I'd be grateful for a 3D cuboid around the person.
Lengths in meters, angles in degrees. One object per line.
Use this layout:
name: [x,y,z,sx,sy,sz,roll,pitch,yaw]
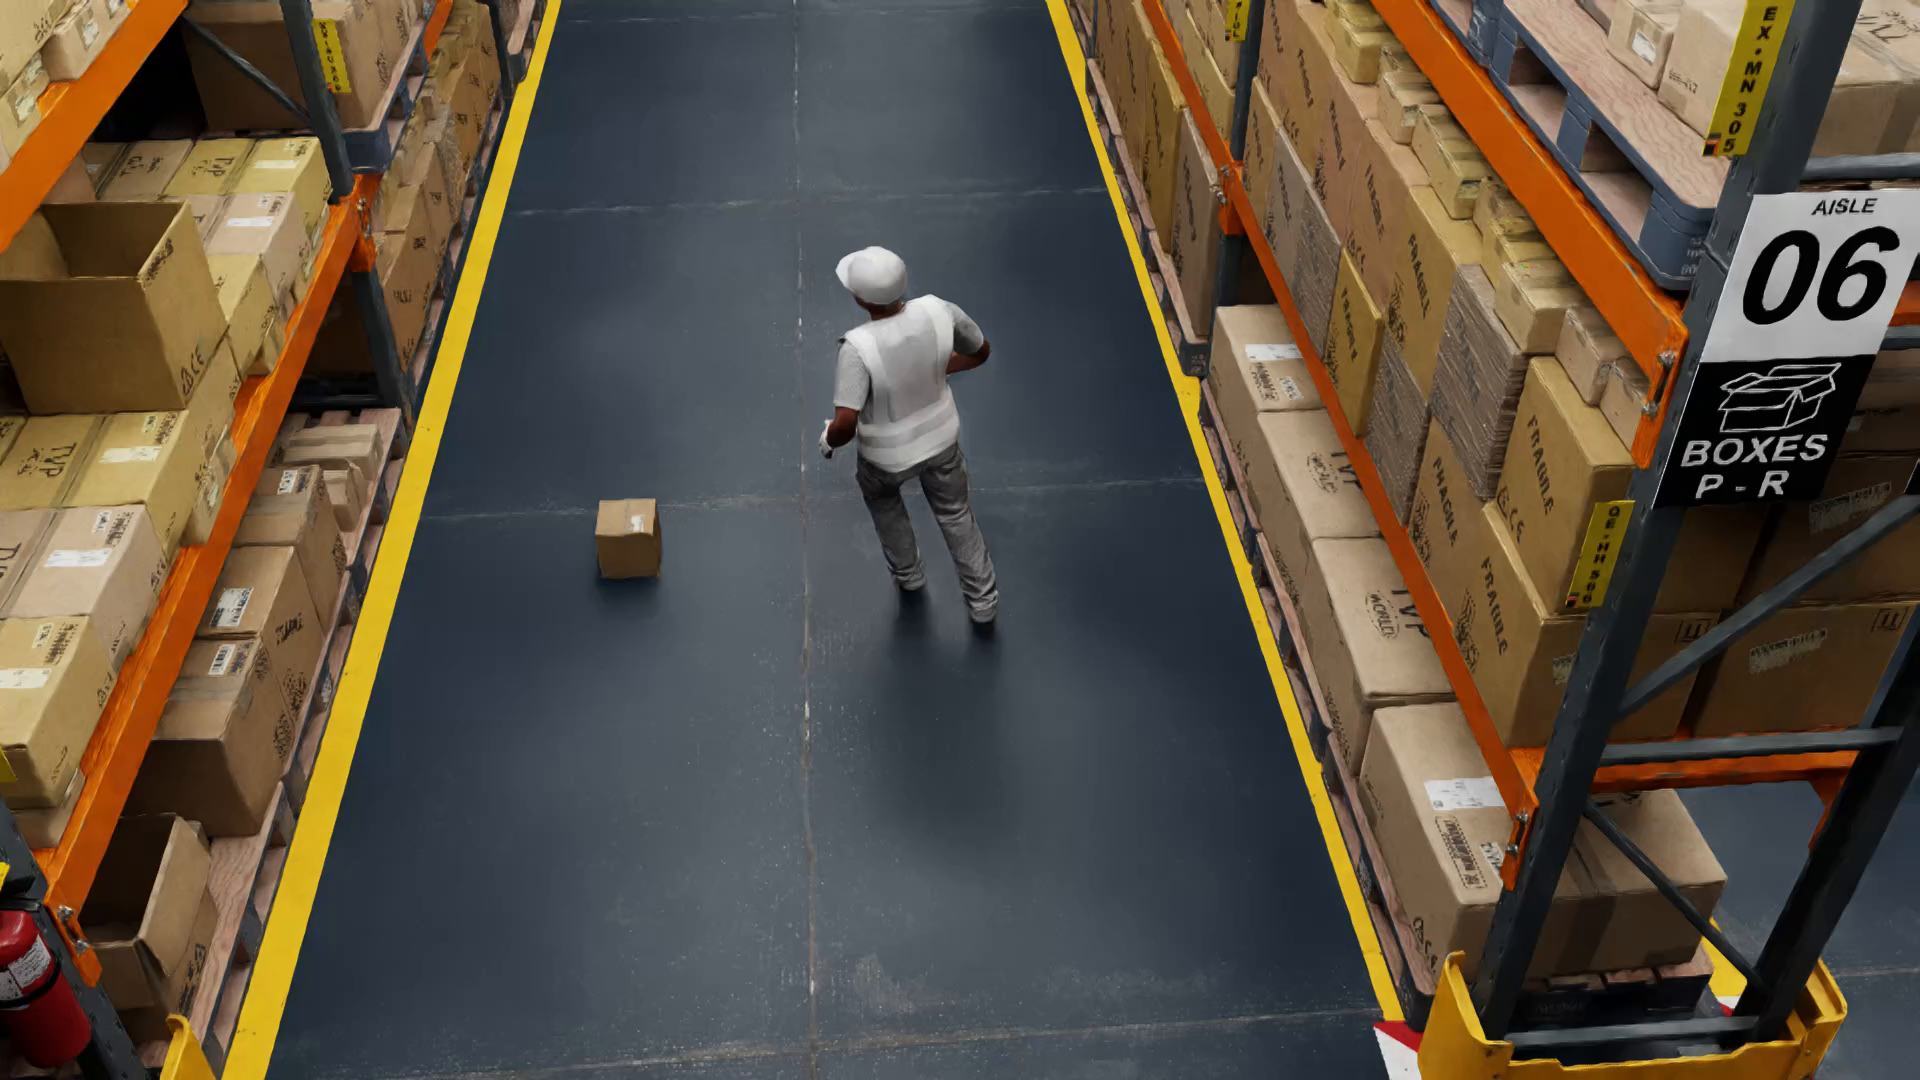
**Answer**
person: [-0.232,-0.361,6.639,0.755,1.812,0.619,-20,43,-23]
